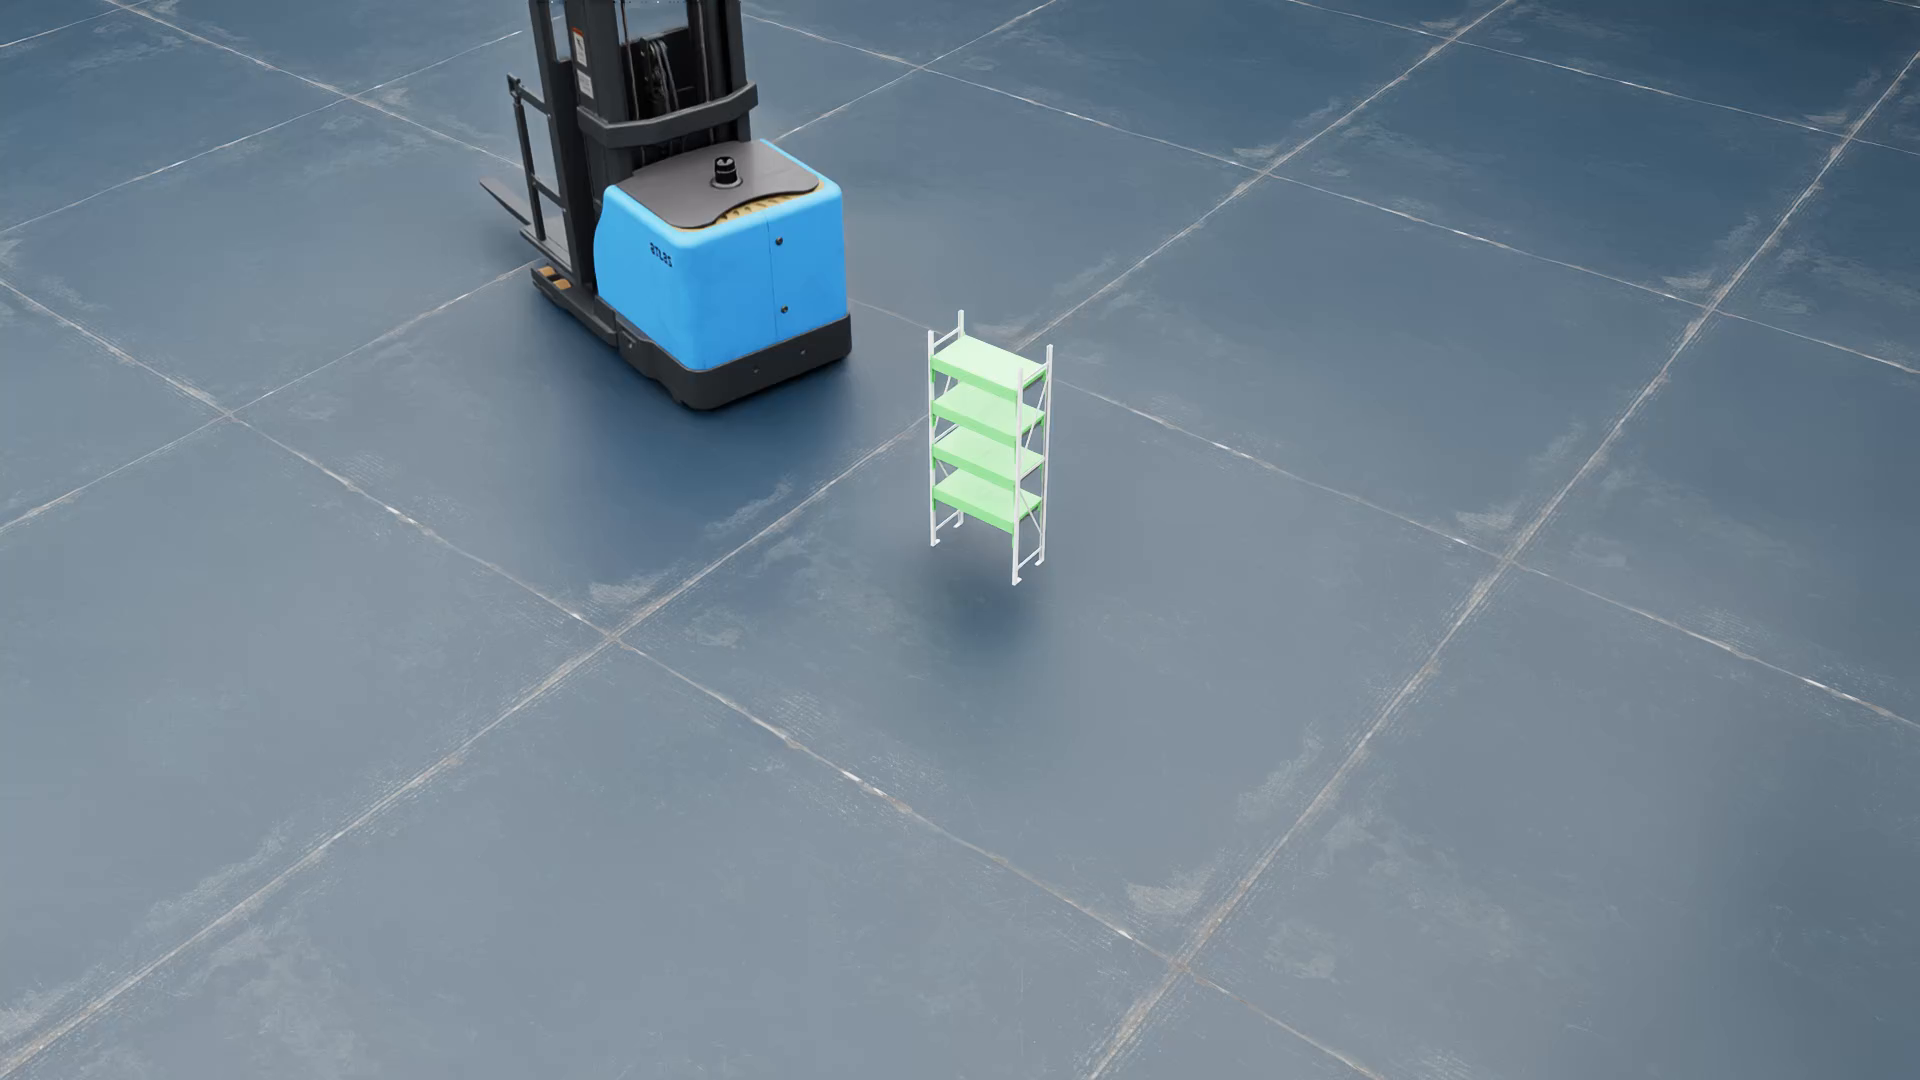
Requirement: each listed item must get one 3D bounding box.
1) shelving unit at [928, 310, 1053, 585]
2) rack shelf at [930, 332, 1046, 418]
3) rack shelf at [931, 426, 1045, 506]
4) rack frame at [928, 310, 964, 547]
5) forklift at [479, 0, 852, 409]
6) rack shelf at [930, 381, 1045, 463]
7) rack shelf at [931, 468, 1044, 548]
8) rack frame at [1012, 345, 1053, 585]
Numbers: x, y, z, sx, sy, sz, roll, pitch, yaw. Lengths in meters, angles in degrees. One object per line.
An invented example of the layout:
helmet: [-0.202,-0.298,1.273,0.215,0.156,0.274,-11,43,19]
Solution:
shelving unit: [0.131,-0.410,7.662,0.503,1.200,0.258,25,45,29]
rack shelf: [0.131,-0.738,7.405,0.480,0.148,0.258,25,45,29]
rack shelf: [0.131,-0.360,7.701,0.480,0.148,0.258,25,45,29]
rack frame: [-0.062,-0.502,7.778,0.015,1.200,0.240,25,45,29]
forklift: [-1.911,-2.702,9.184,1.130,2.935,3.031,-26,45,-29]
rack shelf: [0.131,-0.549,7.553,0.480,0.148,0.258,25,45,29]
rack shelf: [0.131,-0.171,7.849,0.480,0.148,0.258,25,45,29]
rack frame: [0.325,-0.319,7.545,0.015,1.200,0.240,25,45,29]
